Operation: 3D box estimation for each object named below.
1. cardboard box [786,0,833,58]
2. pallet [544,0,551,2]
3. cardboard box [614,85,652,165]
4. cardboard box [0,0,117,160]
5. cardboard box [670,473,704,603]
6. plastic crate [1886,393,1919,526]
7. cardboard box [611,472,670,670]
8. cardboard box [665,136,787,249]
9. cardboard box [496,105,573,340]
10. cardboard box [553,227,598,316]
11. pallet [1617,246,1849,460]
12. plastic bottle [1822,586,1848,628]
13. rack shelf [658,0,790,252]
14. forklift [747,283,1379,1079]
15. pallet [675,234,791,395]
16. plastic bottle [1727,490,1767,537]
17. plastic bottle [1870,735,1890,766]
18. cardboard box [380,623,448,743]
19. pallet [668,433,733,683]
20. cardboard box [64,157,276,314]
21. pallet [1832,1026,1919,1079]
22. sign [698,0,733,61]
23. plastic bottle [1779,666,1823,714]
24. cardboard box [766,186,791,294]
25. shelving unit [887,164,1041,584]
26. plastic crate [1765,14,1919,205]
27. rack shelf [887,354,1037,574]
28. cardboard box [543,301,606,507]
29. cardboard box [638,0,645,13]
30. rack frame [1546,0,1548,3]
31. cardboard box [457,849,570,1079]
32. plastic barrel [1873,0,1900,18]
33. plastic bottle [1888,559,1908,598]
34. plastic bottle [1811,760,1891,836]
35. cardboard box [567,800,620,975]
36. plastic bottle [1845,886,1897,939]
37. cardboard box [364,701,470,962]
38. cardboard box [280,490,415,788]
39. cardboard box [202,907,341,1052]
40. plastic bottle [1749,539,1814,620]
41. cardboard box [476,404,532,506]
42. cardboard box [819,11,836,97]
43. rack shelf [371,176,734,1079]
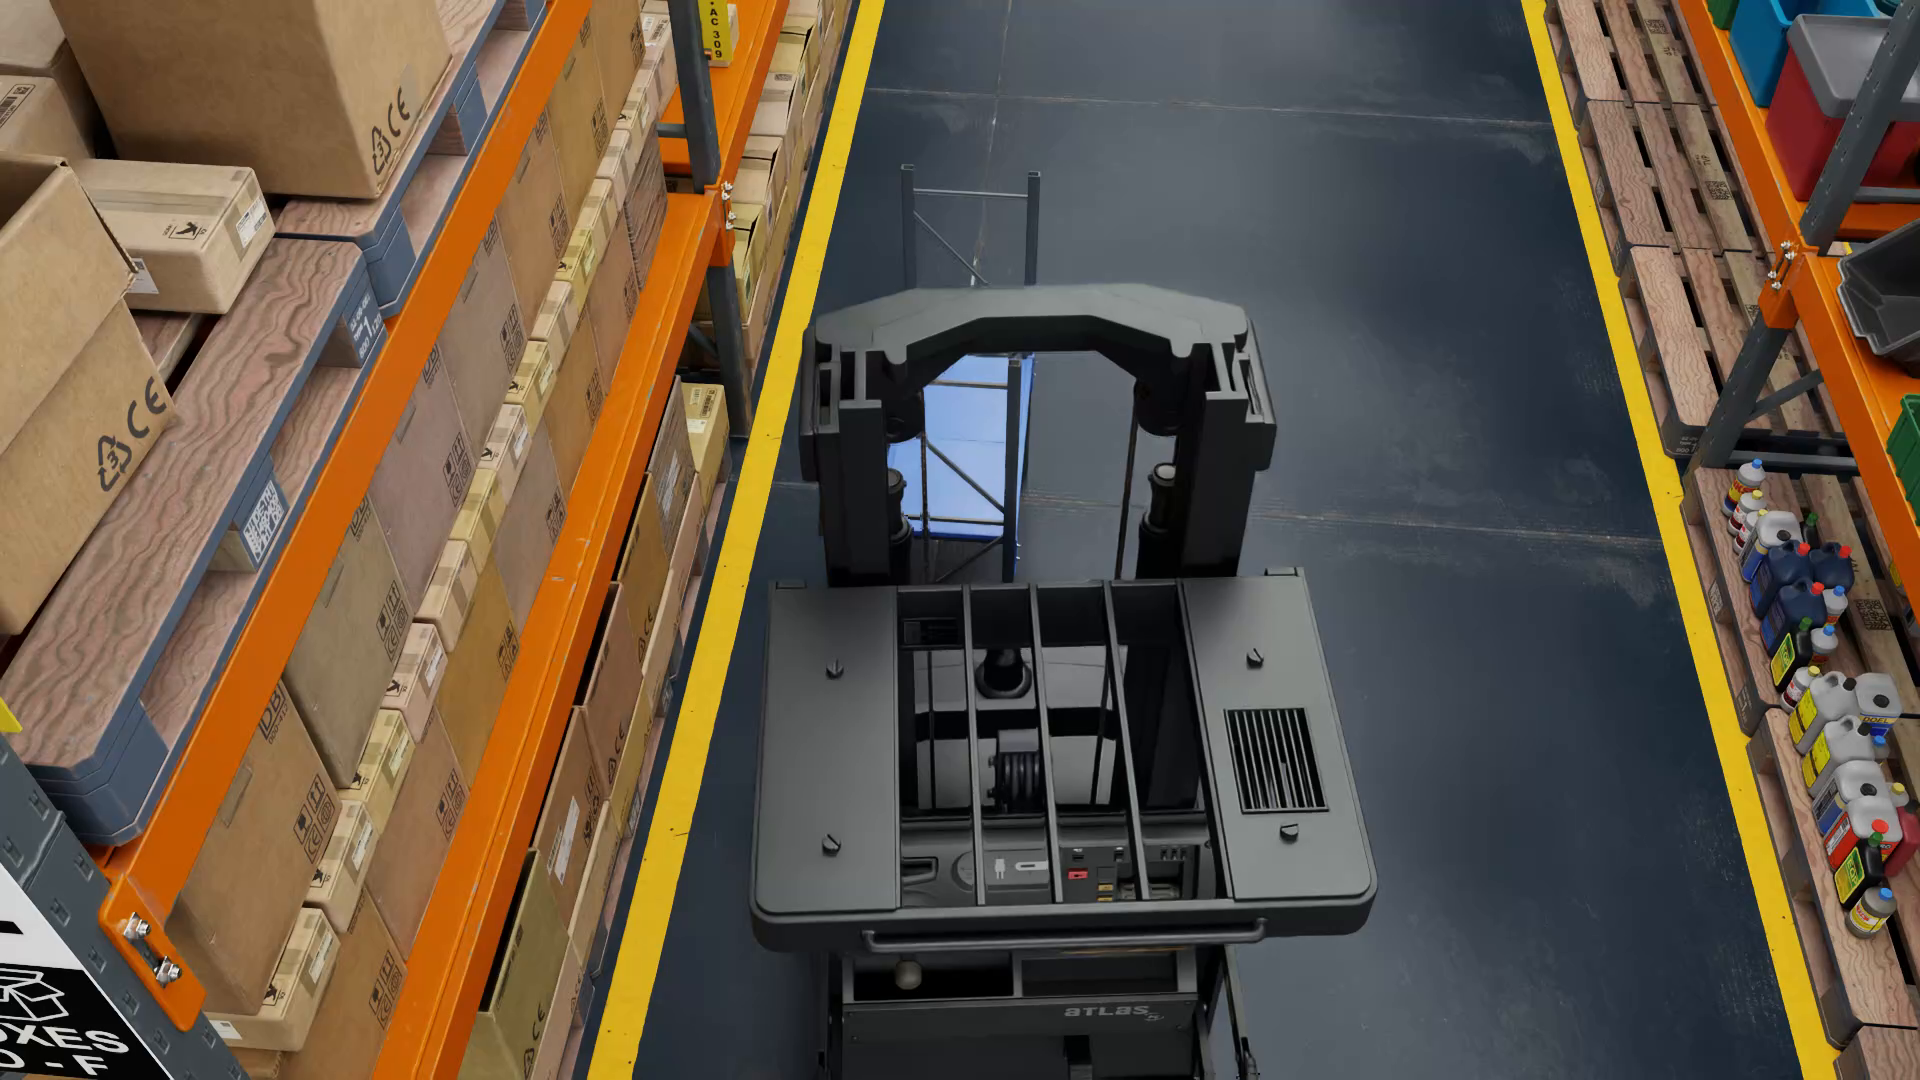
[{"bbox_3d":[-0.930,-2.710,8.421,0.500,0.311,0.500,4,48,3],"label":"cardboard box"},{"bbox_3d":[-1.454,-1.876,4.486,1.003,0.211,1.213,4,48,4],"label":"pallet"},{"bbox_3d":[-1.238,-1.379,5.497,0.380,0.149,0.250,3,48,3],"label":"cardboard box"},{"bbox_3d":[-1.874,-1.027,3.330,0.500,0.311,0.500,9,48,8],"label":"cardboard box"},{"bbox_3d":[-1.282,-0.014,6.335,0.500,0.250,0.500,4,48,4],"label":"cardboard box"},{"bbox_3d":[3.125,-0.136,5.011,0.450,0.188,0.662,4,48,4],"label":"plastic crate"},{"bbox_3d":[-1.326,0.101,5.722,0.500,0.500,0.500,4,48,4],"label":"cardboard box"},{"bbox_3d":[-1.066,-1.580,7.387,0.500,0.311,0.500,3,48,3],"label":"cardboard box"},{"bbox_3d":[-1.528,-0.928,4.645,0.700,0.500,0.500,4,48,4],"label":"cardboard box"},{"bbox_3d":[-1.308,-0.813,4.979,0.380,0.149,0.250,4,48,3],"label":"cardboard box"},{"bbox_3d":[3.563,-0.825,7.387,1.003,0.211,1.213,4,48,4],"label":"pallet"},{"bbox_3d":[3.150,0.266,6.051,0.097,0.271,0.097,0,48,0],"label":"plastic bottle"},{"bbox_3d":[-1.220,-2.749,7.745,1.077,0.370,4.000,4,48,4],"label":"rack shelf"},{"bbox_3d":[0.165,0.985,3.889,1.130,2.935,3.031,-1,48,-1],"label":"forklift"},{"bbox_3d":[-1.374,-1.125,7.662,1.003,0.211,1.213,4,48,4],"label":"pallet"},{"bbox_3d":[3.055,-0.111,6.443,0.097,0.201,0.097,0,48,0],"label":"plastic bottle"},{"bbox_3d":[3.095,0.739,5.666,0.097,0.201,0.097,0,48,0],"label":"plastic bottle"},{"bbox_3d":[-1.446,0.328,3.936,0.380,0.149,0.250,3,48,3],"label":"cardboard box"},{"bbox_3d":[-1.517,0.000,6.632,1.003,0.211,1.213,4,48,4],"label":"pallet"},{"bbox_3d":[-1.484,-0.552,3.006,0.380,0.149,0.250,4,48,4],"label":"cardboard box"},{"bbox_3d":[3.205,2.038,4.768,1.003,0.211,1.213,4,48,4],"label":"pallet"},{"bbox_3d":[-0.850,-1.805,5.754,0.100,0.325,0.005,4,48,4],"label":"sign"},{"bbox_3d":[2.977,0.520,5.866,0.097,0.201,0.097,0,48,0],"label":"plastic bottle"},{"bbox_3d":[-1.071,-1.391,7.594,0.500,0.250,0.500,5,48,5],"label":"cardboard box"},{"bbox_3d":[-0.008,-0.443,6.165,0.538,1.500,1.048,4,48,4],"label":"shelving unit"},{"bbox_3d":[3.269,-1.584,6.149,0.402,0.464,0.583,4,48,4],"label":"plastic crate"},{"bbox_3d":[-0.008,-0.322,6.298,0.538,0.185,1.000,4,48,4],"label":"rack shelf"},{"bbox_3d":[-1.528,-0.473,5.108,0.700,0.500,0.500,5,48,4],"label":"cardboard box"},{"bbox_3d":[-1.505,-2.135,6.787,0.396,0.266,0.258,3,48,3],"label":"cardboard box"},{"bbox_3d":[3.895,-4.126,8.517,1.000,3.000,0.127,4,48,4],"label":"rack frame"},{"bbox_3d":[-1.453,1.204,4.713,0.500,0.500,0.500,4,48,4],"label":"cardboard box"},{"bbox_3d":[3.803,-2.102,6.759,0.301,0.262,0.301,0,48,0],"label":"plastic barrel"},{"bbox_3d":[3.615,0.042,6.202,0.144,0.351,0.185,4,48,4],"label":"plastic bottle"},{"bbox_3d":[2.959,0.859,5.505,0.152,0.276,0.135,3,48,2],"label":"plastic bottle"},{"bbox_3d":[-1.409,1.089,5.326,0.500,0.250,0.500,4,48,4],"label":"cardboard box"},{"bbox_3d":[2.896,1.170,5.271,0.097,0.201,0.097,0,48,0],"label":"plastic bottle"},{"bbox_3d":[-1.669,0.655,4.076,0.700,0.500,0.500,5,48,5],"label":"cardboard box"},{"bbox_3d":[-1.664,0.178,3.634,0.700,0.500,0.500,3,48,3],"label":"cardboard box"},{"bbox_3d":[-1.517,0.891,3.421,0.380,0.149,0.250,4,48,3],"label":"cardboard box"},{"bbox_3d":[3.043,0.124,6.126,0.144,0.351,0.185,5,48,5],"label":"plastic bottle"},{"bbox_3d":[-1.376,-0.239,4.454,0.380,0.149,0.250,4,48,4],"label":"cardboard box"},{"bbox_3d":[-0.935,-2.524,8.630,0.500,0.250,0.500,5,48,4],"label":"cardboard box"},{"bbox_3d":[-1.585,0.190,5.057,1.077,0.370,4.000,4,48,4],"label":"rack shelf"}]
